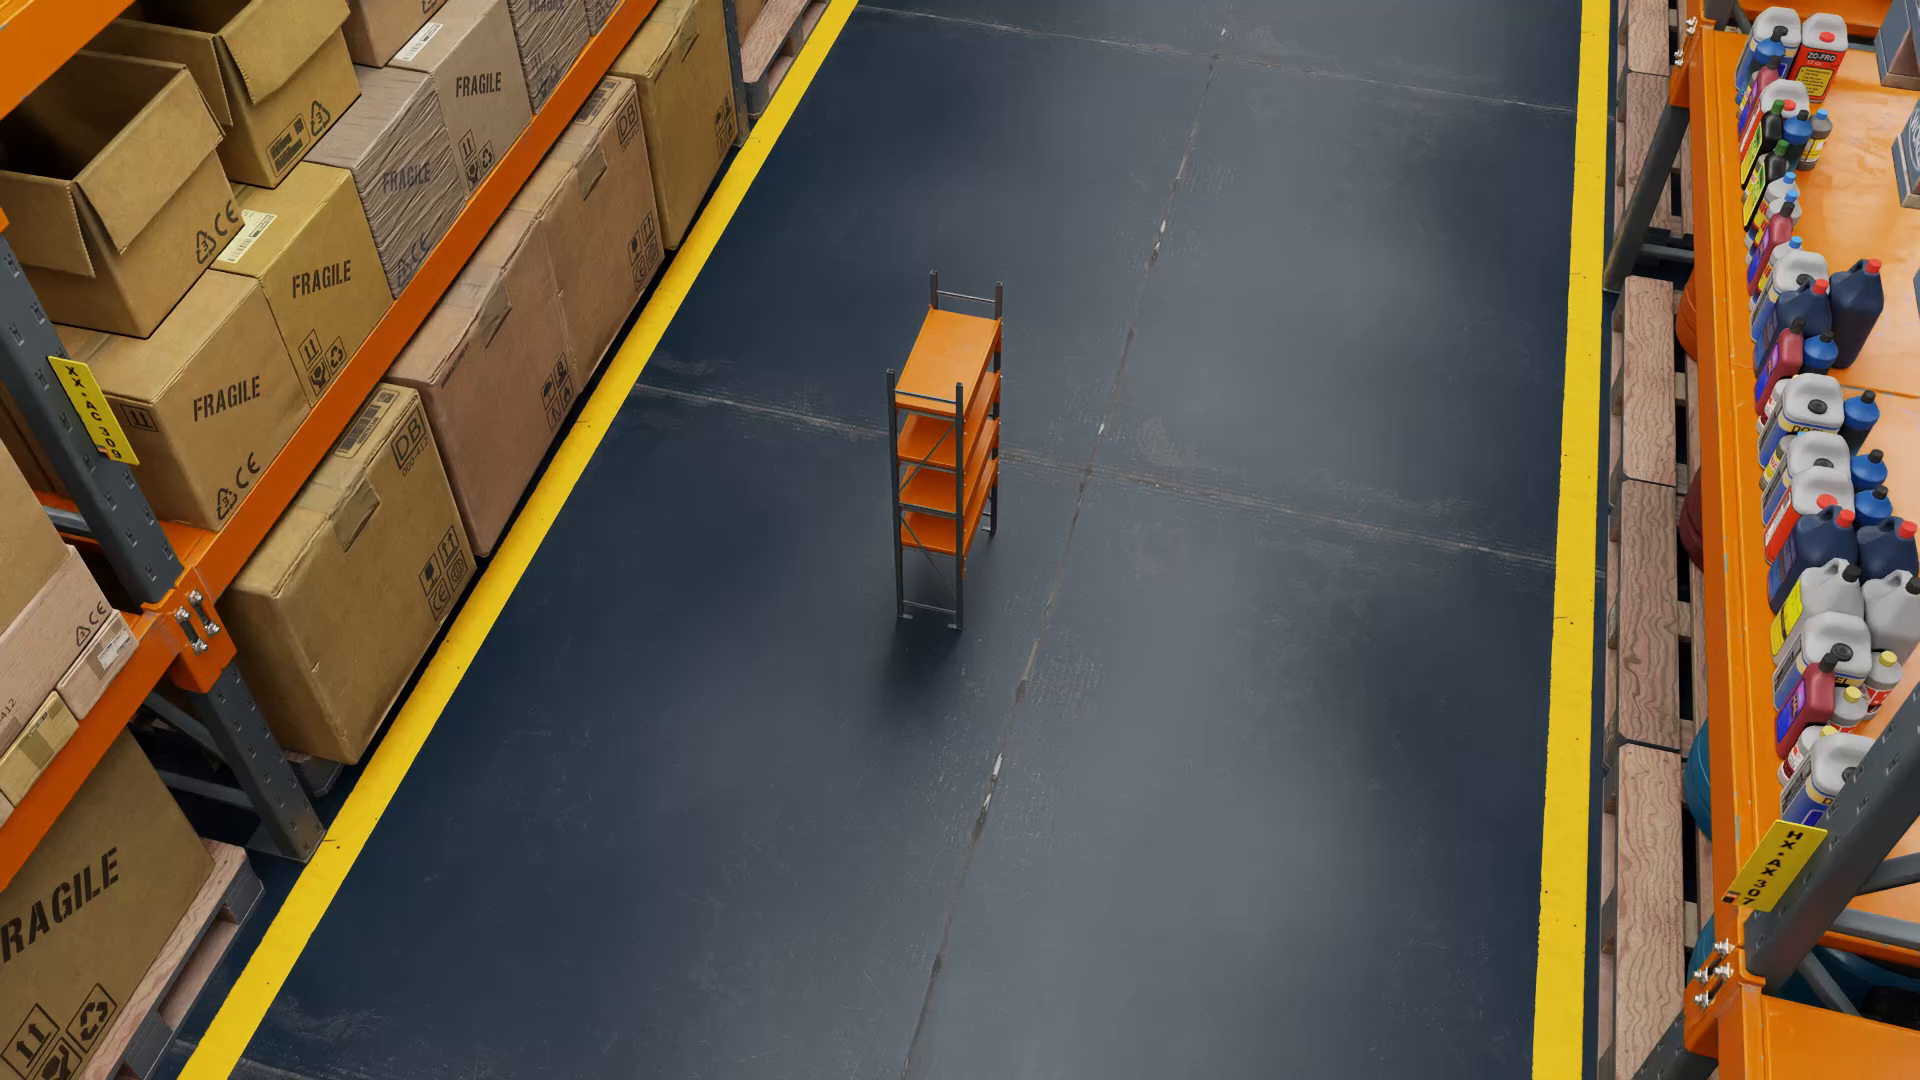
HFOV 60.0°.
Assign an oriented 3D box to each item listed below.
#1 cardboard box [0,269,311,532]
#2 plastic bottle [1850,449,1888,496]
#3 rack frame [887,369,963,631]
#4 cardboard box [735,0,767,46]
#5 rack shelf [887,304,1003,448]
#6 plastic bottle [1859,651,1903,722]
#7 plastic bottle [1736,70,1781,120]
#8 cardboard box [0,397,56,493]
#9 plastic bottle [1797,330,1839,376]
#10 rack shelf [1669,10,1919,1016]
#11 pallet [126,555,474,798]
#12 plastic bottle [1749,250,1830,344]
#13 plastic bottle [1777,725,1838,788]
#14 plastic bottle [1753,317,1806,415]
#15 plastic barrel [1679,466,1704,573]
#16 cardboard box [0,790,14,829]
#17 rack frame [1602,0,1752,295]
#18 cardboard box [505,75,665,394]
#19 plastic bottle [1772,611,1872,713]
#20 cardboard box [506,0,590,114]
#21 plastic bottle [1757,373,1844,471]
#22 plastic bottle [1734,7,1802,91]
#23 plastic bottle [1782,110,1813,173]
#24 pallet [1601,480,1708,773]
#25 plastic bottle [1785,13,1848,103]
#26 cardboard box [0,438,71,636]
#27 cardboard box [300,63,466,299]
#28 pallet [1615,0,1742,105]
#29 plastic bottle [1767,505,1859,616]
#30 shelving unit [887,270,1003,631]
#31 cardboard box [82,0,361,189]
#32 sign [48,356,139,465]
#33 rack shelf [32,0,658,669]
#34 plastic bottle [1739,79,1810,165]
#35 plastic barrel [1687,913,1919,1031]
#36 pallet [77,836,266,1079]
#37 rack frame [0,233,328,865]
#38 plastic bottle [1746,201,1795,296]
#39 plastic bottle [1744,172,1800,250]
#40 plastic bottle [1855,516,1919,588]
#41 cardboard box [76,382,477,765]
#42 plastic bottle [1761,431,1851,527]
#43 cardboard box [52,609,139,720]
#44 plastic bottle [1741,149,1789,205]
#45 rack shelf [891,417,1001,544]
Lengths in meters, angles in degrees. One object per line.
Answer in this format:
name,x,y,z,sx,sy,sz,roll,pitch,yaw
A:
cardboard box,-2.194,-0.411,4.545,0.500,0.500,0.500,12,50,10
plastic bottle,2.404,-0.138,4.457,0.097,0.271,0.097,0,49,0
rack frame,-0.108,-0.101,5.539,0.240,1.200,0.015,12,50,10
cardboard box,-1.346,-2.794,8.089,0.700,0.500,0.500,9,49,8
rack shelf,-0.044,-0.537,5.400,0.258,0.148,0.480,12,50,10
plastic bottle,2.236,0.347,4.076,0.097,0.201,0.097,0,49,0
plastic bottle,2.767,-1.546,5.746,0.097,0.201,0.097,0,49,0
cardboard box,-2.696,-0.519,4.641,0.500,0.500,0.500,12,50,10
plastic bottle,2.438,-0.491,4.768,0.097,0.271,0.097,0,49,0
rack shelf,2.749,-0.325,5.016,1.077,0.370,4.000,12,50,10
pallet,-2.425,0.256,5.884,1.003,0.211,1.213,12,50,10
plastic bottle,2.485,-0.717,4.965,0.152,0.276,0.135,12,50,10
plastic bottle,2.019,0.511,3.931,0.097,0.201,0.097,0,49,0
plastic bottle,2.357,-0.497,4.766,0.061,0.283,0.133,12,50,10
plastic barrel,2.866,-0.177,5.734,0.600,0.588,0.708,12,50,10
cardboard box,-2.455,0.646,3.847,0.380,0.149,0.250,11,49,9
rack frame,3.275,-2.010,6.023,1.000,3.000,0.127,12,50,10
cardboard box,-1.947,-1.285,6.521,1.225,0.875,0.875,12,50,10
plastic bottle,2.111,0.311,4.057,0.152,0.276,0.135,12,50,10
cardboard box,-1.664,-1.879,5.841,0.500,0.500,0.500,10,49,9
plastic bottle,2.340,-0.319,4.613,0.152,0.276,0.135,12,50,10
plastic bottle,2.850,-1.720,5.850,0.152,0.276,0.135,12,50,10
plastic bottle,2.730,-1.293,5.476,0.097,0.271,0.097,0,49,0
pallet,2.785,0.371,5.782,1.003,0.211,1.213,12,50,10
plastic bottle,2.996,-1.690,5.823,0.152,0.276,0.135,12,50,10
cardboard box,-2.419,-0.006,3.656,0.500,0.500,0.500,13,50,11
cardboard box,-1.930,-1.136,5.186,0.500,0.500,0.500,11,49,9
pallet,3.840,-2.520,8.333,1.003,0.211,1.213,12,50,10
plastic bottle,2.197,0.036,4.250,0.144,0.351,0.185,12,50,10
shelving unit,-0.044,-0.277,5.694,0.258,1.200,0.503,12,50,10
cardboard box,-2.204,-1.417,4.764,0.797,0.503,0.637,12,50,10
sign,-2.020,-0.298,3.882,0.100,0.325,0.005,12,50,10
rack shelf,-2.029,-1.303,5.879,1.077,0.370,4.000,12,50,10
plastic bottle,2.728,-1.385,5.555,0.152,0.276,0.135,12,50,10
plastic barrel,2.382,1.048,4.443,0.600,0.901,0.708,12,50,10
pallet,-2.831,1.363,4.906,1.003,0.211,1.213,12,50,10
rack frame,-2.556,-0.094,4.332,1.000,3.000,0.127,12,50,10
plastic bottle,2.501,-0.895,5.117,0.061,0.283,0.133,12,50,10
plastic bottle,2.575,-1.042,5.255,0.097,0.271,0.097,0,49,0
plastic bottle,2.337,0.065,4.225,0.144,0.351,0.185,12,50,10
cardboard box,-2.407,0.003,5.384,1.225,0.875,0.875,12,50,10
plastic bottle,2.279,-0.151,4.465,0.152,0.276,0.135,12,50,10
cardboard box,-2.320,0.274,4.175,0.380,0.149,0.250,12,50,10
plastic bottle,2.636,-1.185,5.428,0.097,0.201,0.097,0,49,0
rack shelf,-0.044,-0.233,5.745,0.258,0.148,0.480,12,50,10
